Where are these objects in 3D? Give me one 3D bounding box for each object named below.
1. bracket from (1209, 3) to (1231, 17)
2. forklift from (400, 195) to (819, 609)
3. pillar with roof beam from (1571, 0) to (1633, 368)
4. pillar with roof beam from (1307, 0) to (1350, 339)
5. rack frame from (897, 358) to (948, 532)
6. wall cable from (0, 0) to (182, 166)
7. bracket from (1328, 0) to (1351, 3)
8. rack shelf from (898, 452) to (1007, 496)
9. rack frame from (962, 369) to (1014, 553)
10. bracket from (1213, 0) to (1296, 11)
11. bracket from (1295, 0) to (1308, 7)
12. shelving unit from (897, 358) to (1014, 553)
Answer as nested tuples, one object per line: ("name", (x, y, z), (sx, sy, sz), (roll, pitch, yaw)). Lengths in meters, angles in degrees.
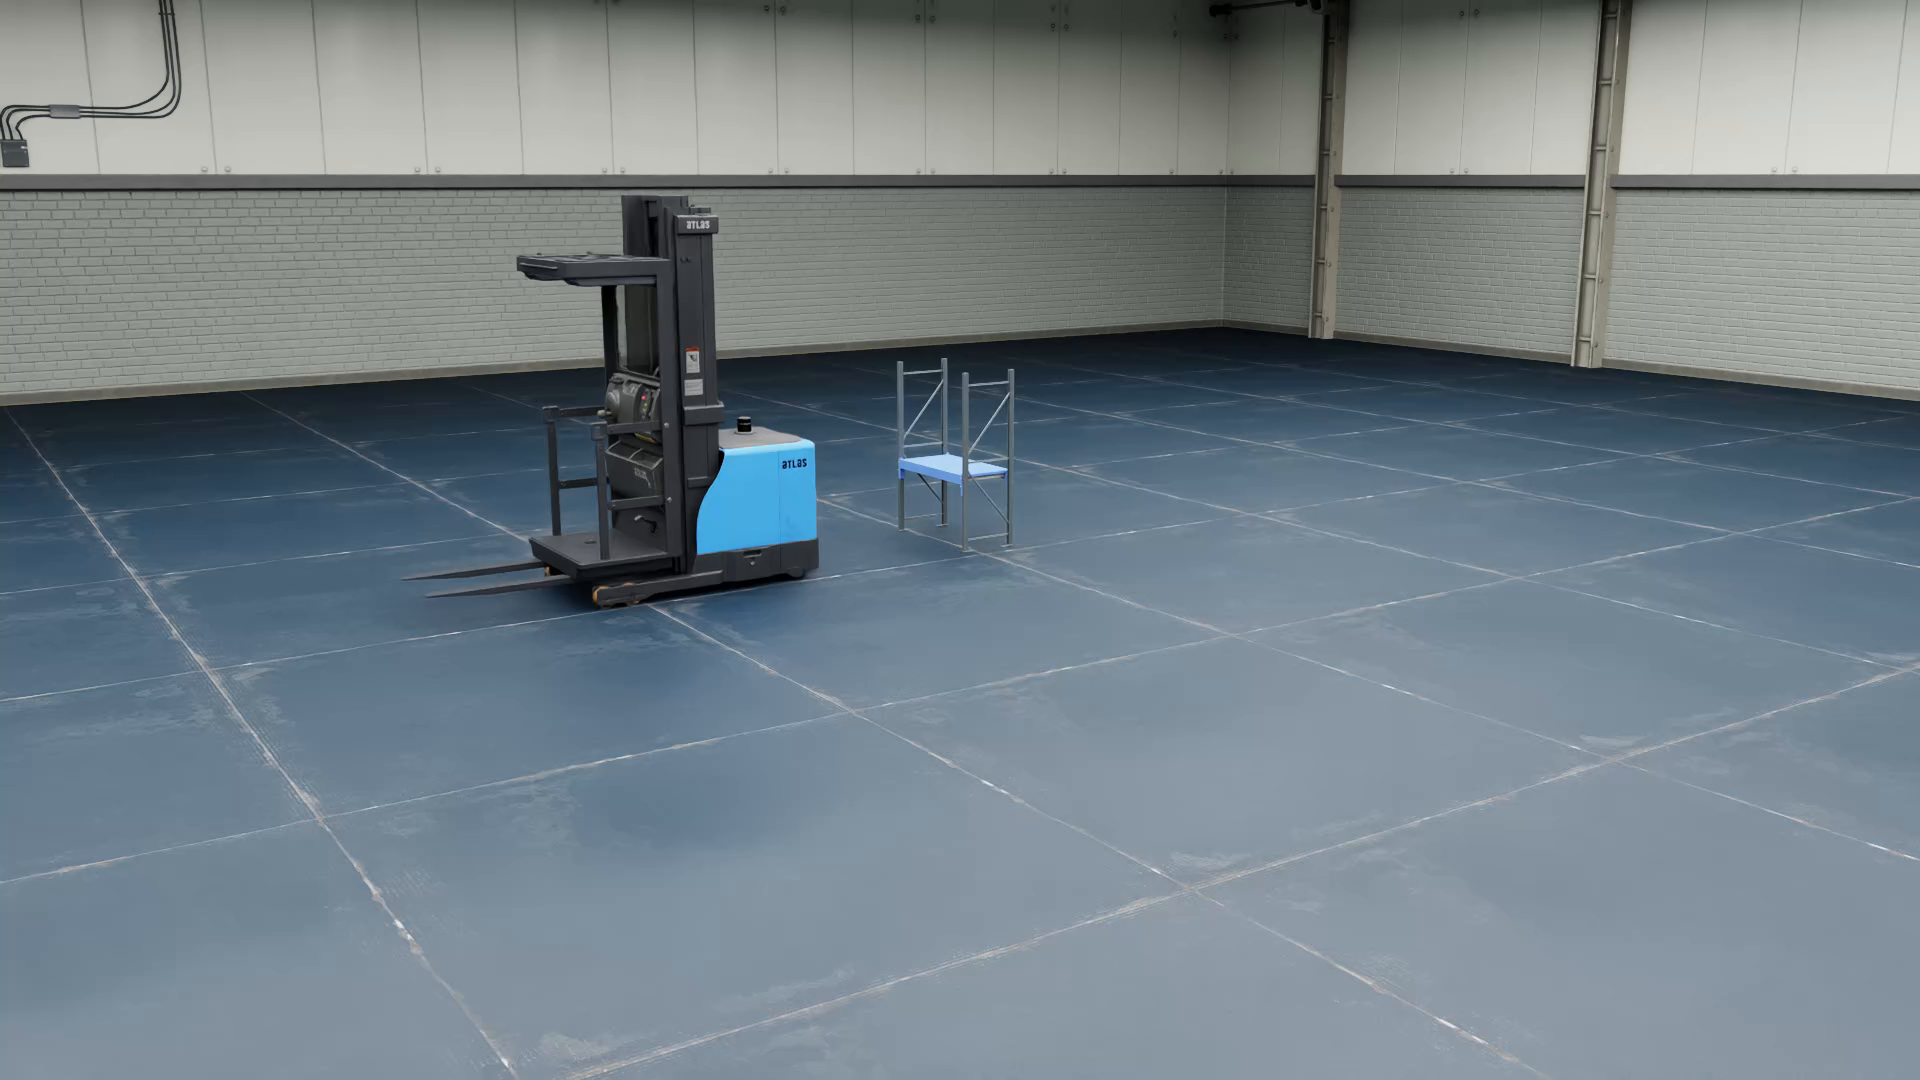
("bracket", (5.184, -10.539, 33.065), (0.235, 0.232, 0.430), (-8, 15, -33))
("forklift", (-2.619, -1.059, 12.344), (3.031, 2.935, 1.130), (-8, 15, -33))
("pillar with roof beam", (6.763, -6.751, 24.167), (9.100, 9.000, 0.400), (-8, 15, -33))
("pillar with roof beam", (3.439, -7.818, 29.047), (9.100, 9.000, 0.548), (-8, 15, -33))
("rack frame", (-0.329, -0.838, 14.684), (0.500, 1.500, 0.032), (-8, 15, -33))
("wall cable", (-11.820, -8.062, 22.201), (2.305, 6.003, 0.169), (-8, 15, -33))
("bracket", (6.957, -9.970, 30.463), (0.235, 0.232, 0.430), (-8, 15, -33))
("rack shelf", (-0.047, -0.572, 14.309), (0.538, 0.185, 1.000), (-8, 15, -33))
("rack frame", (0.234, -0.657, 13.857), (0.500, 1.500, 0.032), (-8, 15, -33))
("bracket", (5.512, -10.434, 32.585), (0.076, 0.066, 3.189), (-8, 15, -33))
("bracket", (6.497, -10.118, 31.138), (0.235, 0.232, 0.430), (-8, 15, -33))
("shelving unit", (-0.047, -0.748, 14.271), (0.538, 1.500, 1.048), (-8, 15, -33))
